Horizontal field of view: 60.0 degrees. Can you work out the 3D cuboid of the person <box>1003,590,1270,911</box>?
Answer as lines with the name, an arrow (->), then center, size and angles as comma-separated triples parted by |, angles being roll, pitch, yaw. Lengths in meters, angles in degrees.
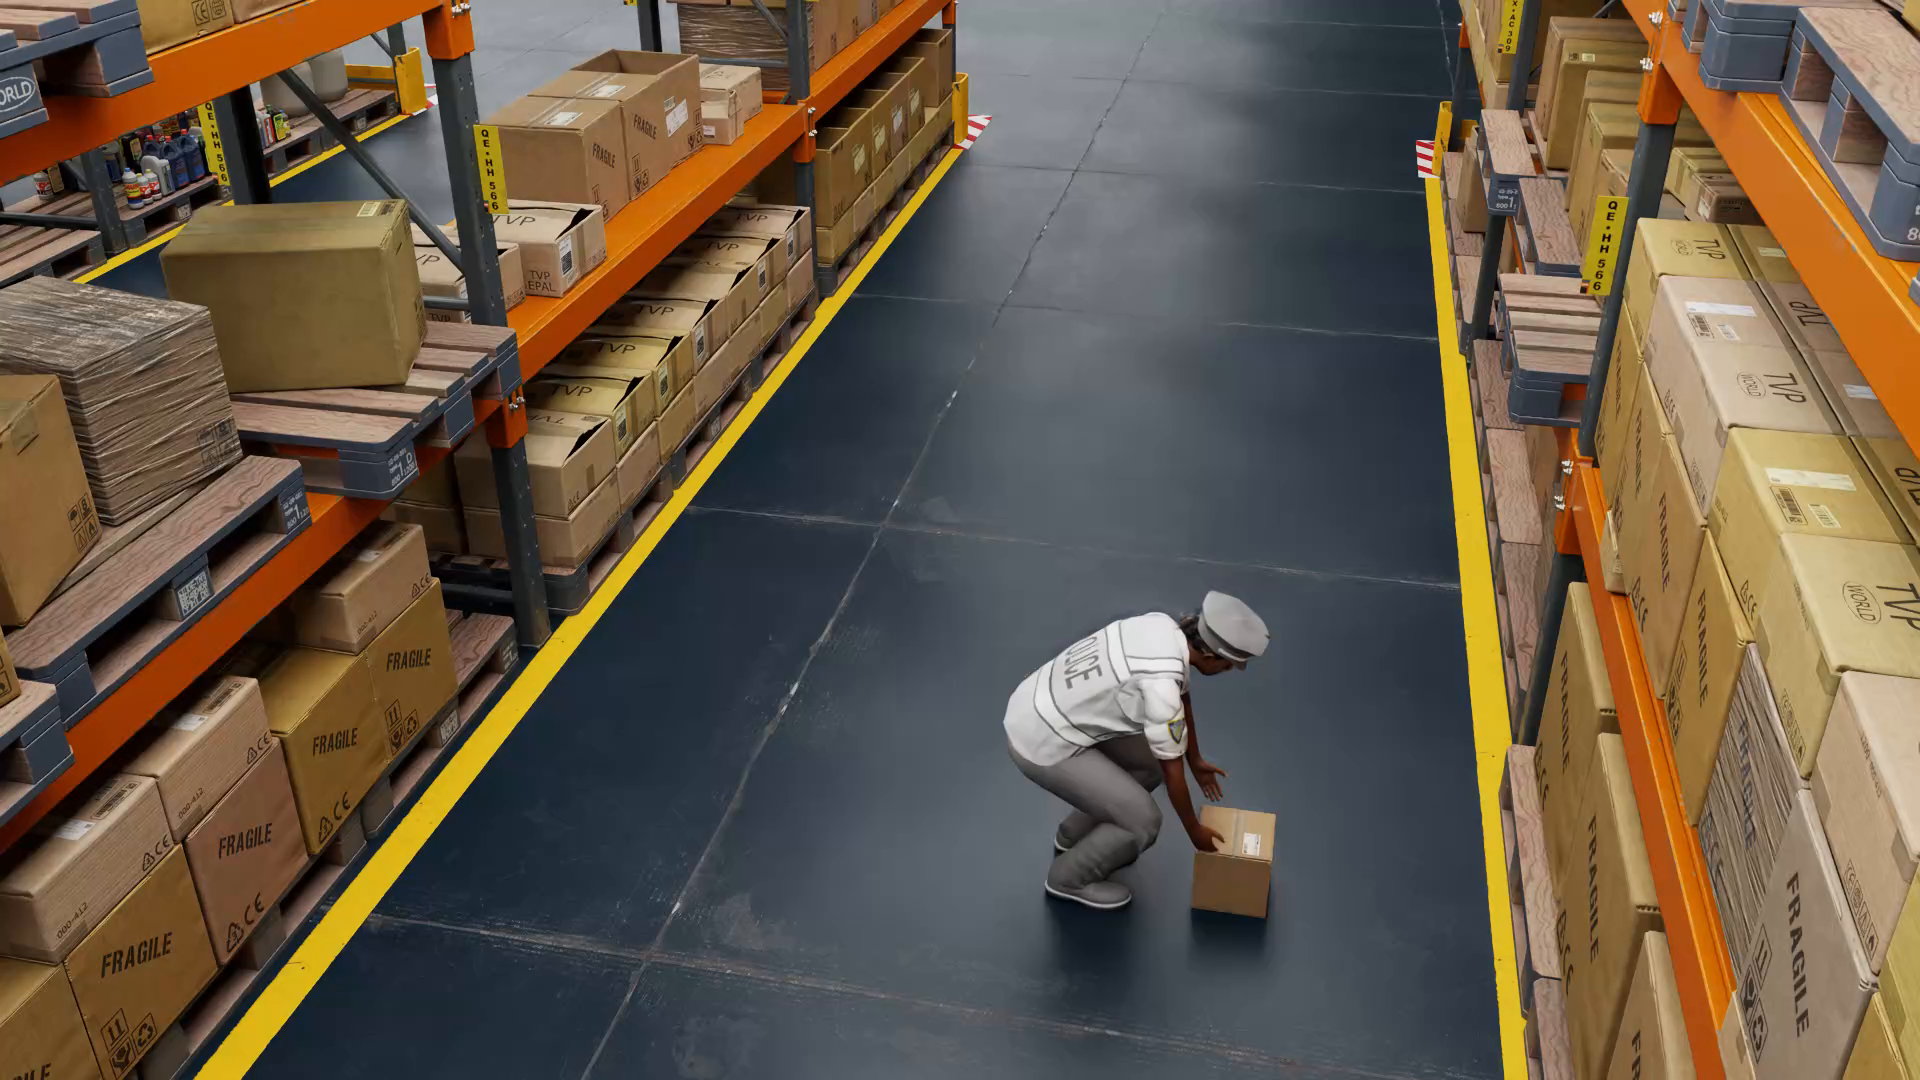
person -> 0.566, 0.667, 5.499 | 0.828, 1.109, 0.498 | 6, 30, 10
